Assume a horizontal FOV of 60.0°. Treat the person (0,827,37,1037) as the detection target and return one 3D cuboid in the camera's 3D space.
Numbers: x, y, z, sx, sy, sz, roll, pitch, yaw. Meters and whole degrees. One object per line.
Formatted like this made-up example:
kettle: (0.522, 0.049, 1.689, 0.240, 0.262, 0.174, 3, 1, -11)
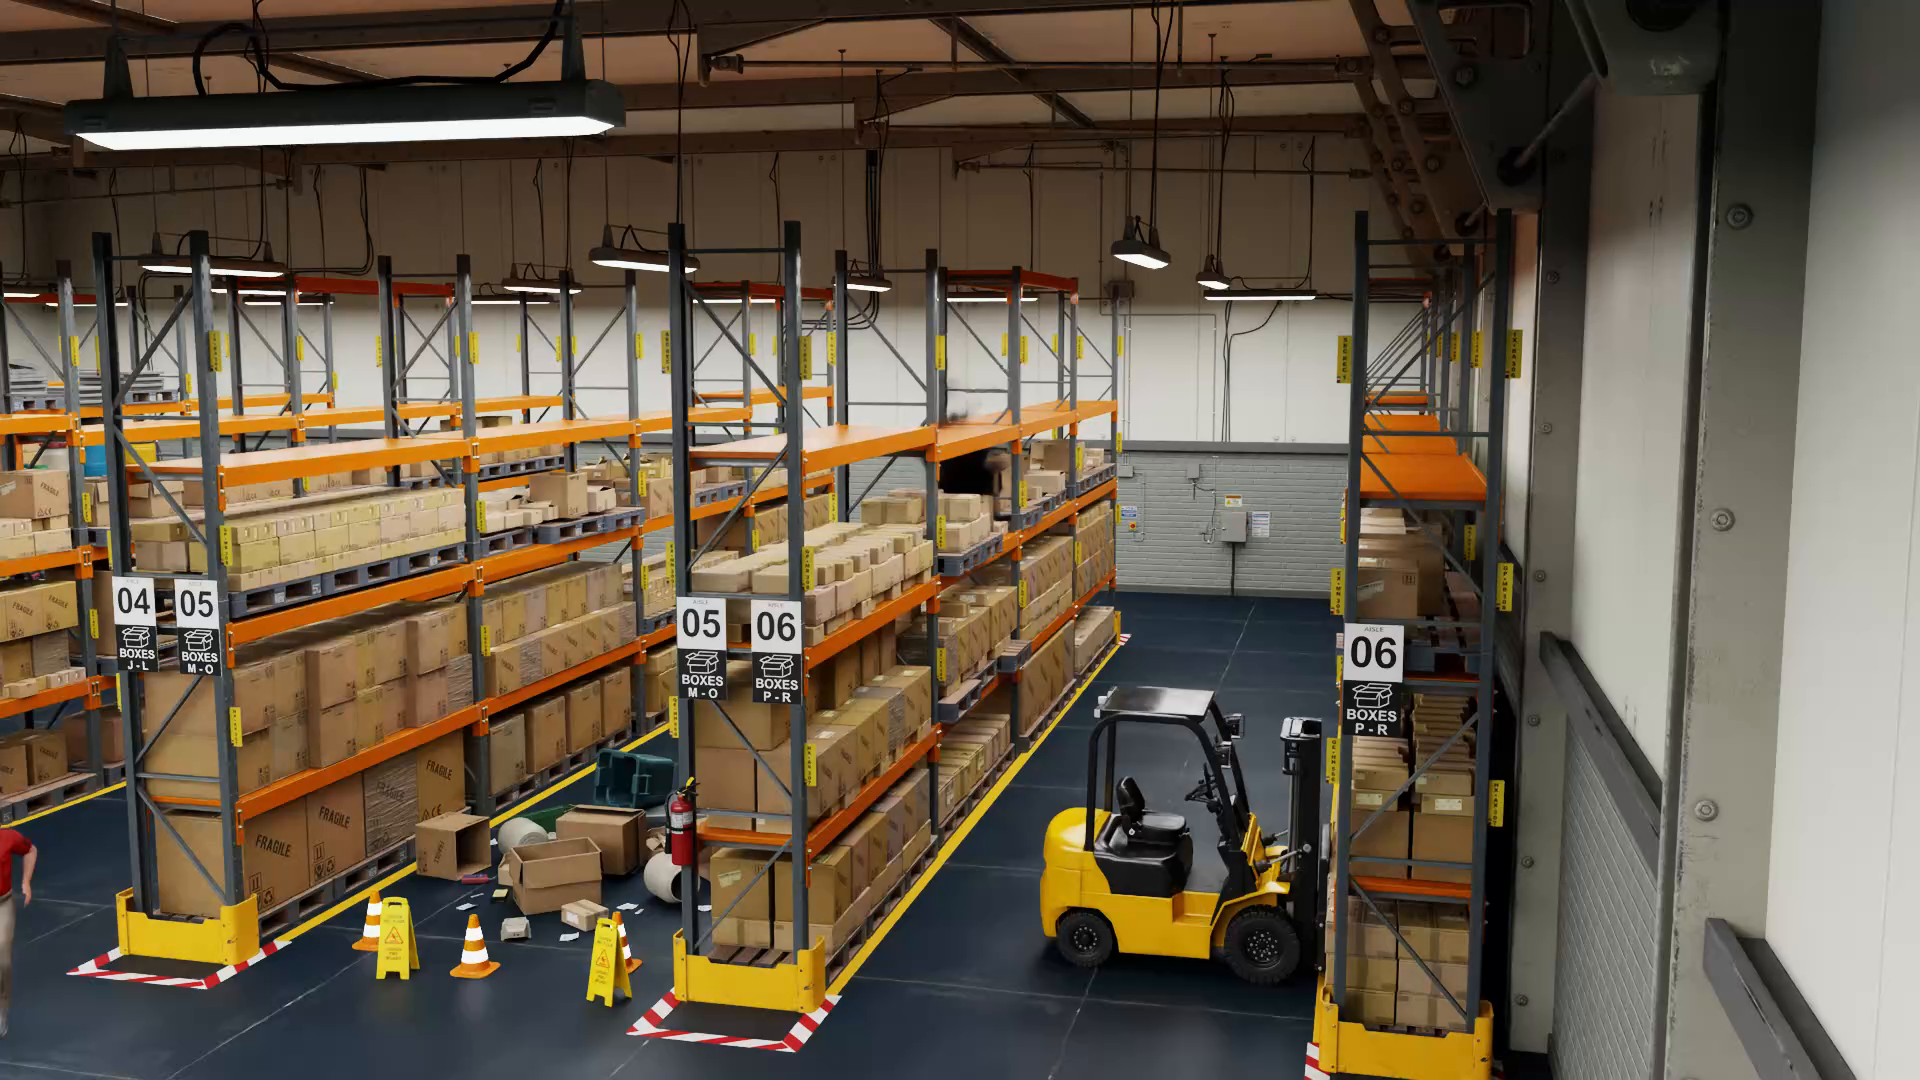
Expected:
person: (-7.274, 2.816, 12.391, 0.677, 1.779, 0.677, -3, 8, -22)
